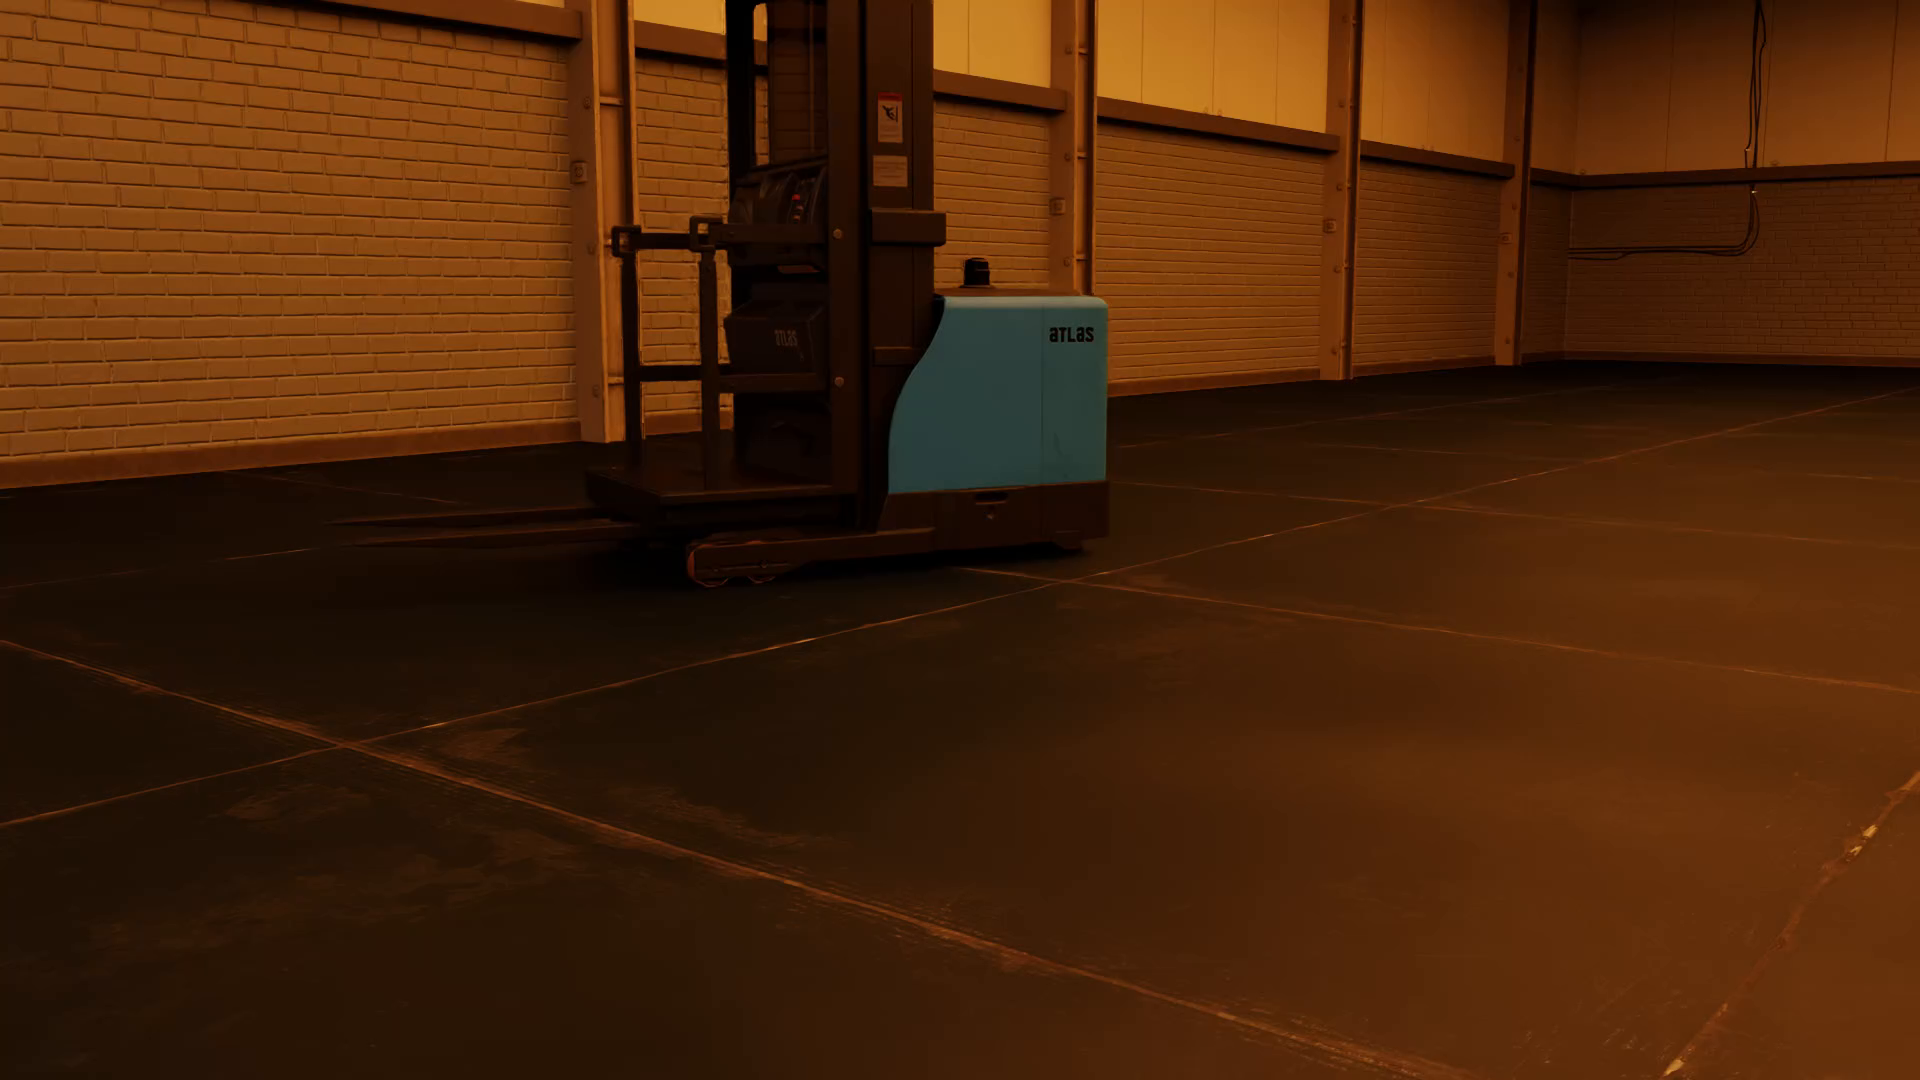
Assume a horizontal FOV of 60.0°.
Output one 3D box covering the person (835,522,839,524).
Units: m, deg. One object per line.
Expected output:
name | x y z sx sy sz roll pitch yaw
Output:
person | -0.565 -0.906 8.038 0.394 1.702 0.815 -6 10 -34

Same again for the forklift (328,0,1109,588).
forklift | -0.916 -1.359 6.571 3.031 2.935 1.130 -4 9 -27
